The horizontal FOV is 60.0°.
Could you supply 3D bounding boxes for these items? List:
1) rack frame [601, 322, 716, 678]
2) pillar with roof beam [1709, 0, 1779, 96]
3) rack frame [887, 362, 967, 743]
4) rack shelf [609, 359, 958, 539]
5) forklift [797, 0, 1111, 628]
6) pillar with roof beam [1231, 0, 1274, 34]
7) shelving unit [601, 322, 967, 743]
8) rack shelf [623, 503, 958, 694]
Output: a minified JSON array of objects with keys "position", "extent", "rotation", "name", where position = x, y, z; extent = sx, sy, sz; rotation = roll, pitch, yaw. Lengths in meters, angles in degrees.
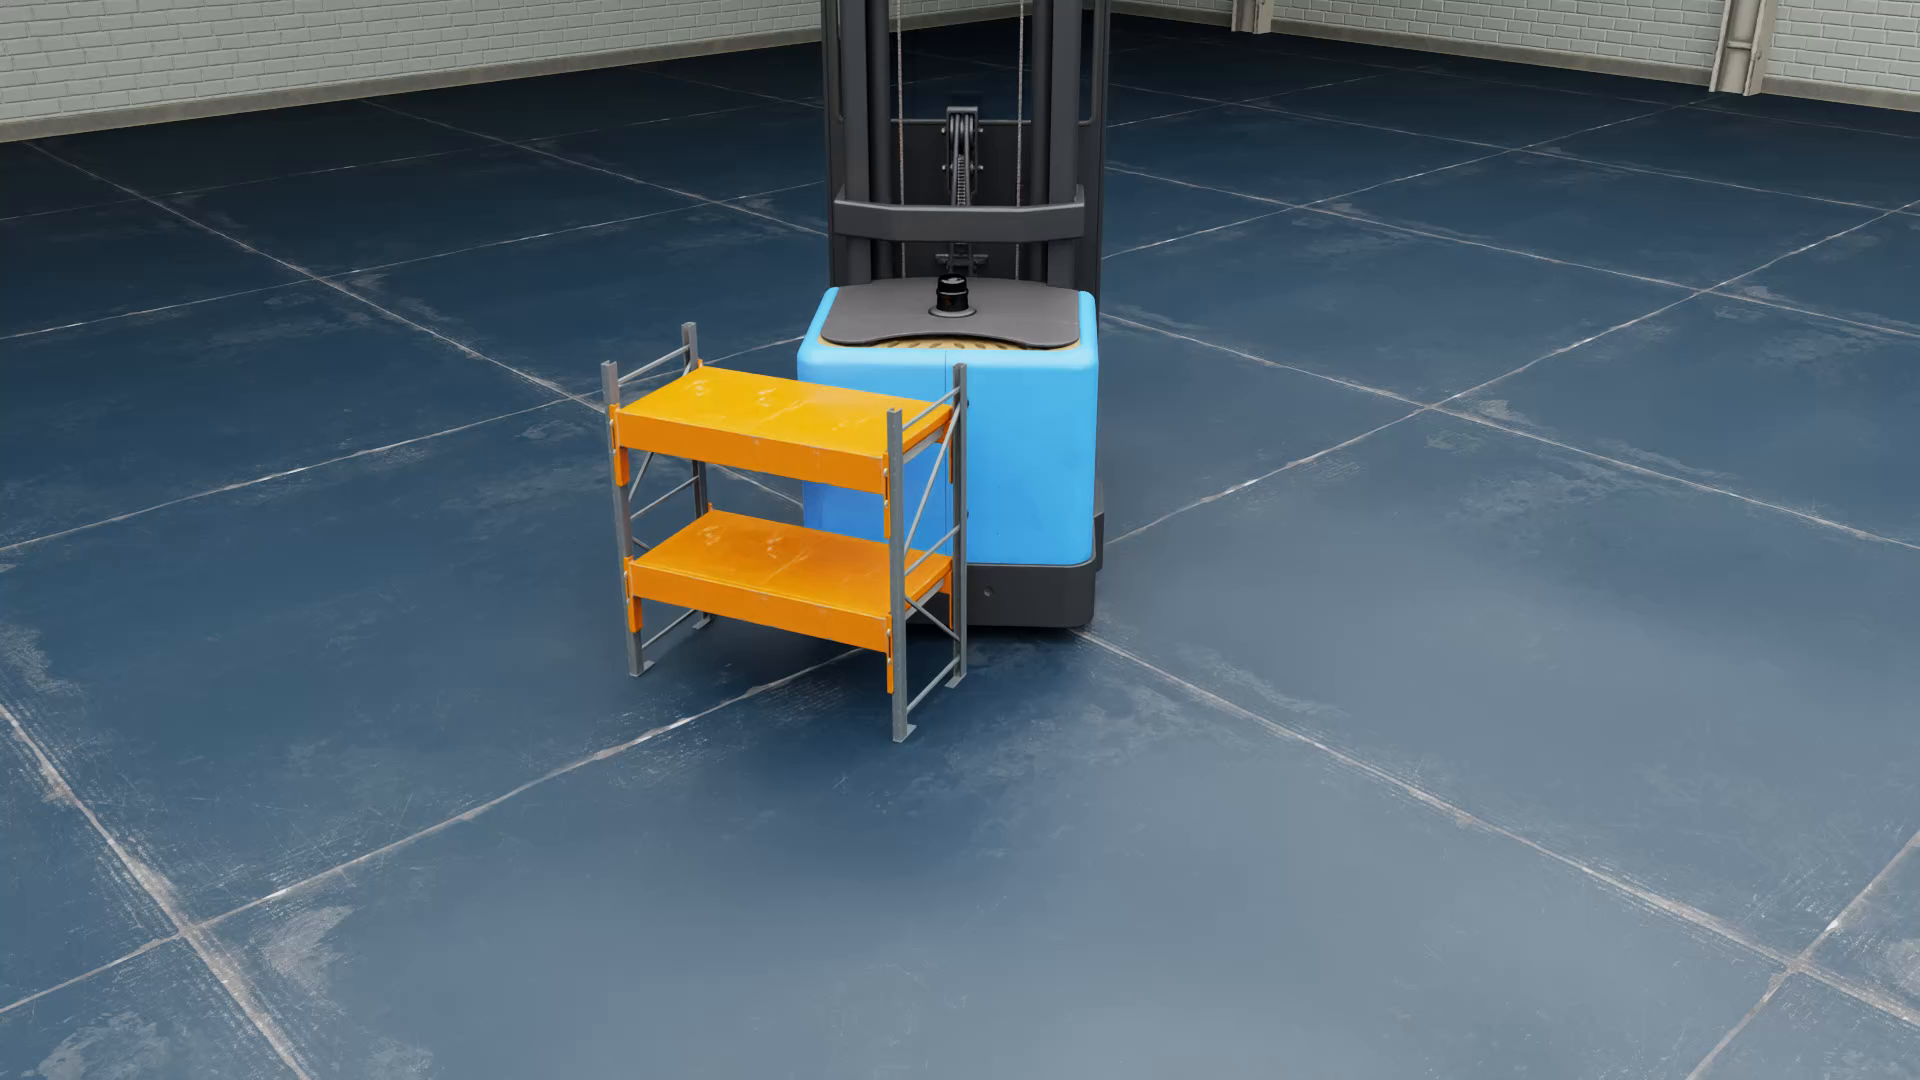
[{"position":[-1.018,-0.135,5.691],"extent":[0.032,1.125,0.500],"rotation":[11,27,23],"name":"rack frame"},{"position":[4.548,-7.323,11.959],"extent":[9.100,9.000,0.400],"rotation":[-21,32,-38],"name":"pillar with roof beam"},{"position":[-0.096,0.043,5.300],"extent":[0.032,1.125,0.500],"rotation":[11,27,23],"name":"rack frame"},{"position":[-0.557,-0.312,5.374],"extent":[1.000,0.278,0.538],"rotation":[11,27,23],"name":"rack shelf"},{"position":[0.035,-1.594,6.712],"extent":[1.130,2.935,3.031],"rotation":[1,25,3],"name":"forklift"},{"position":[0.447,-9.140,15.944],"extent":[9.100,9.000,0.400],"rotation":[-21,32,-38],"name":"pillar with roof beam"},{"position":[-0.557,-0.046,5.496],"extent":[1.048,1.125,0.538],"rotation":[11,27,23],"name":"shelving unit"},{"position":[-0.557,0.176,5.597],"extent":[1.000,0.278,0.538],"rotation":[11,27,23],"name":"rack shelf"}]
